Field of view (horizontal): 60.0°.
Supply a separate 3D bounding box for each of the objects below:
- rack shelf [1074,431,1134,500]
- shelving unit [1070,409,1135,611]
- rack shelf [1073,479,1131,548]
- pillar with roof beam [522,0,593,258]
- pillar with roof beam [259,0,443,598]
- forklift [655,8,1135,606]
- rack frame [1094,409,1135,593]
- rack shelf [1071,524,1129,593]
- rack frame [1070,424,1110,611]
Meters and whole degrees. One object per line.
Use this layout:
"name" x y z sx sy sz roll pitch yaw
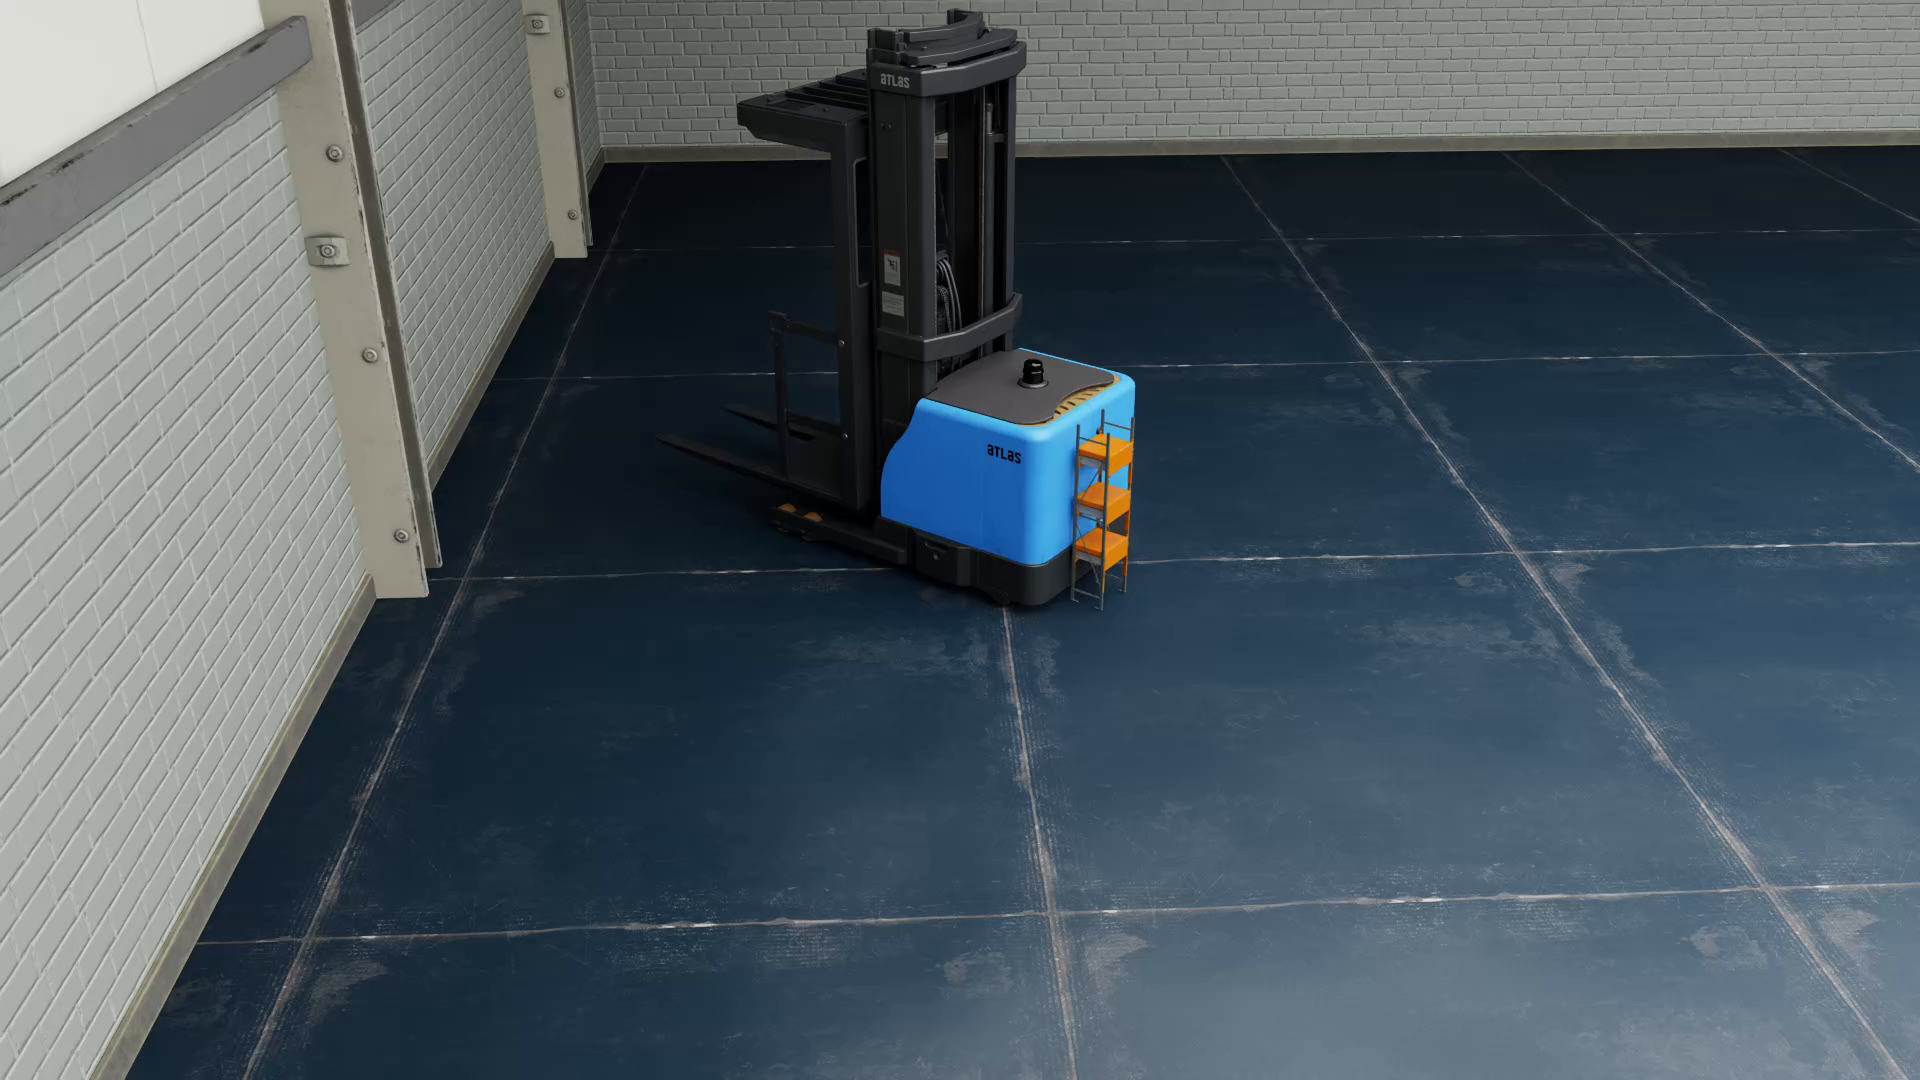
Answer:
"rack shelf" 0.760 -0.398 8.788 0.215 0.259 0.240 19 33 31
"shelving unit" 0.760 -0.156 8.914 0.215 1.050 0.252 19 33 31
"rack shelf" 0.760 -0.147 8.919 0.215 0.259 0.240 19 33 31
"pillar with roof beam" 0.887 -6.639 12.748 9.100 9.000 0.400 -1 28 -3
"pillar with roof beam" 1.201 -3.868 7.436 9.100 9.000 0.400 -1 28 -3
"forklift" -0.510 -1.470 9.400 3.031 2.935 1.130 19 33 31
"rack frame" 0.832 -0.202 9.001 0.200 1.050 0.008 19 33 31
"rack shelf" 0.760 0.100 9.047 0.215 0.259 0.240 19 33 31
"rack frame" 0.689 -0.110 8.826 0.200 1.050 0.008 19 33 31
